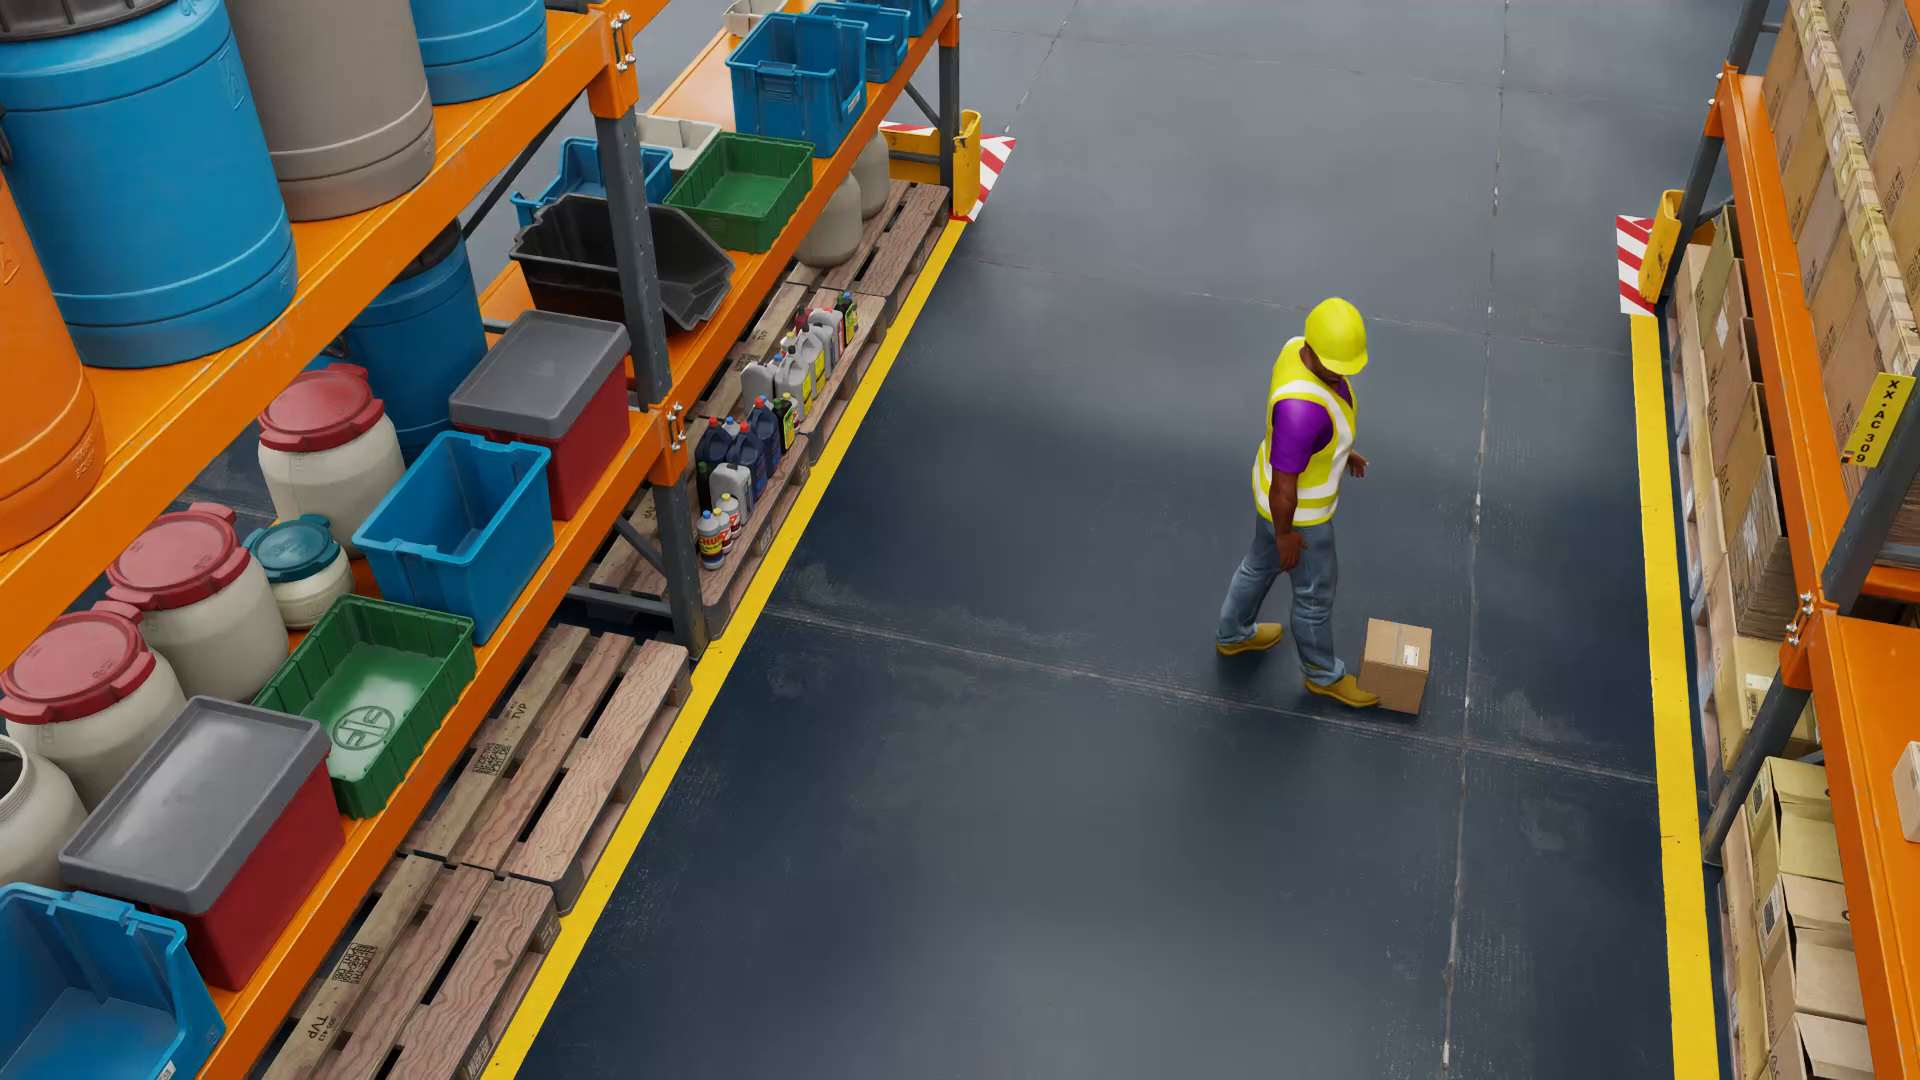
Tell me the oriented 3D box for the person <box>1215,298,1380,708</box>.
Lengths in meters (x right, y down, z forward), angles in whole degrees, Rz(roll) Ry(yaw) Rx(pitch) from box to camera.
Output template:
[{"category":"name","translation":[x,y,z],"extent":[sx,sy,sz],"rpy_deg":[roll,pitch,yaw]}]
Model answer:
[{"category":"person","translation":[1.383,-0.178,6.308],"extent":[0.668,1.756,0.630],"rpy_deg":[3,41,4]}]
